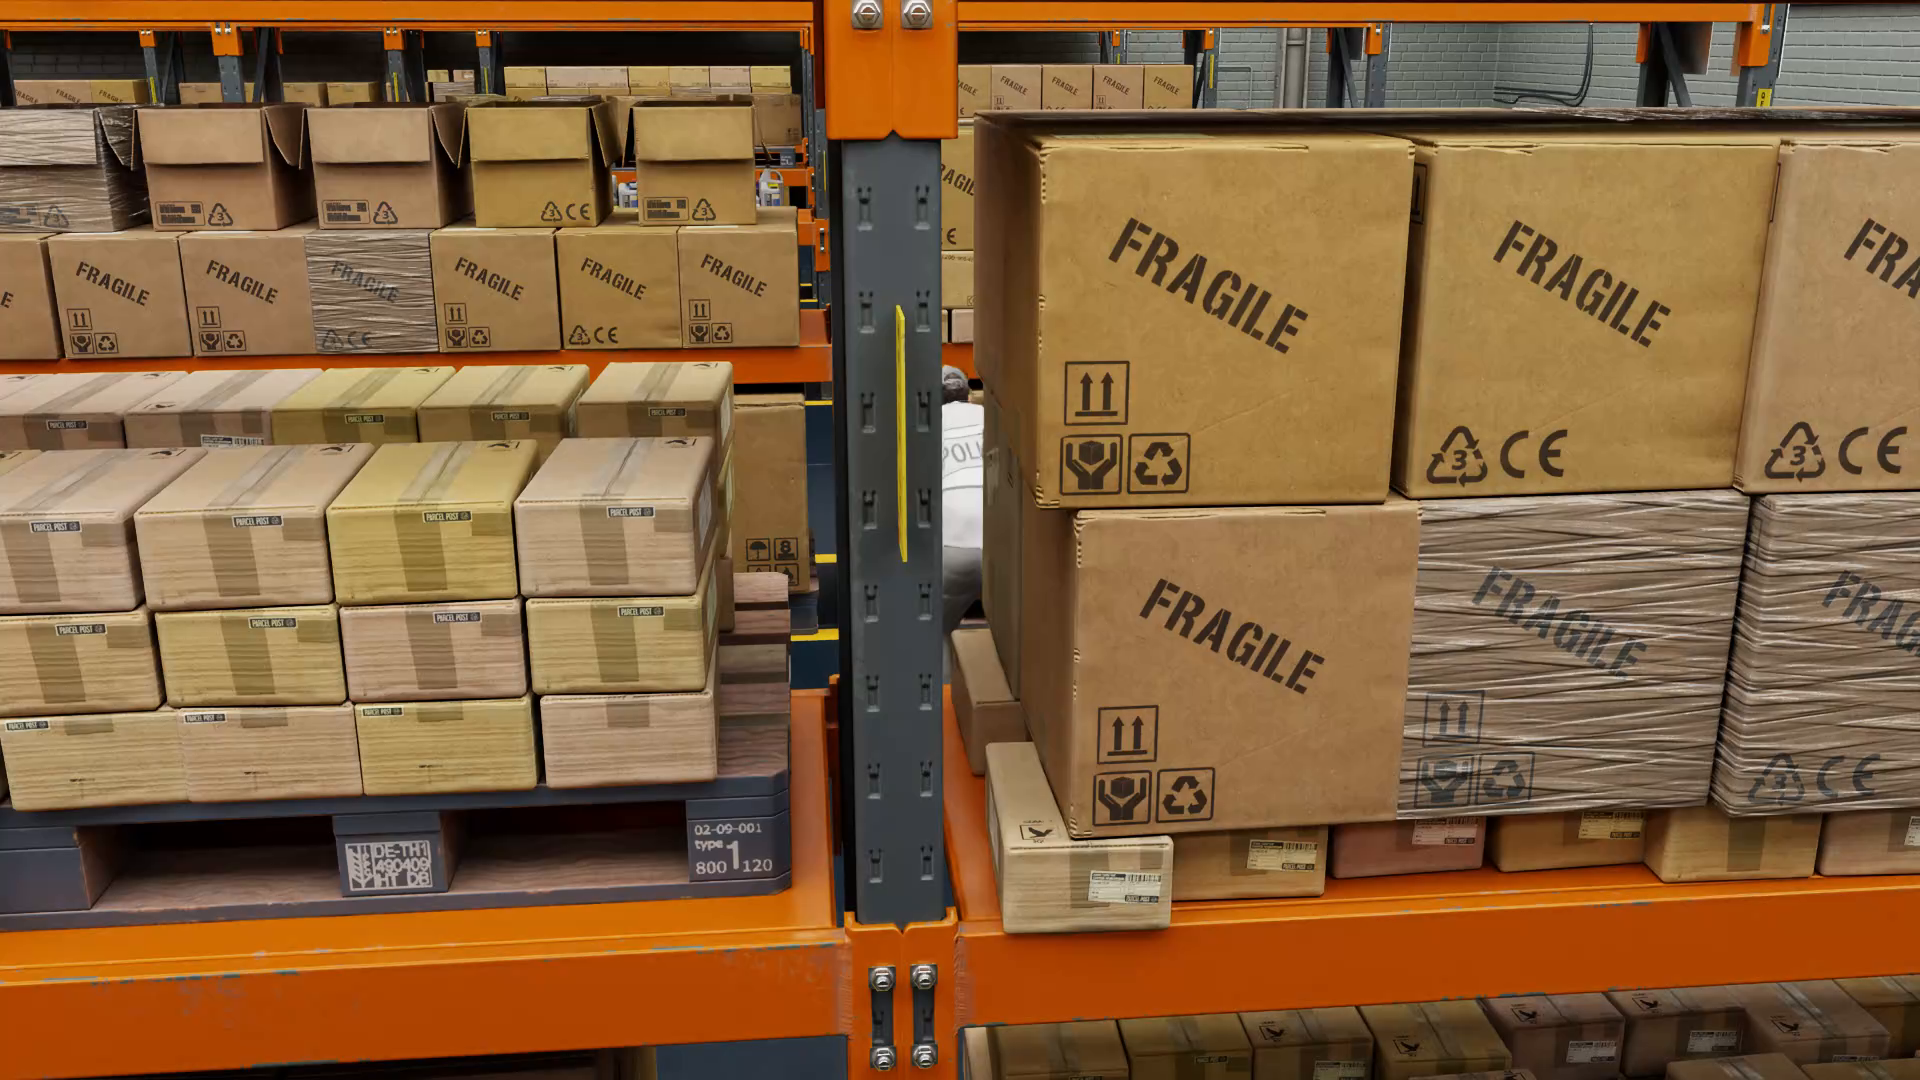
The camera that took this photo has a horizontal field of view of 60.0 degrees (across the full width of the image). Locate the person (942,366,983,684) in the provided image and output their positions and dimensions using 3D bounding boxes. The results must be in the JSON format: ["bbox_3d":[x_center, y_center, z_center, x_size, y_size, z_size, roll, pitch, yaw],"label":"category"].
[{"bbox_3d":[0.028,0.087,6.239,0.457,1.390,0.848,-4,17,-13],"label":"person"}]
